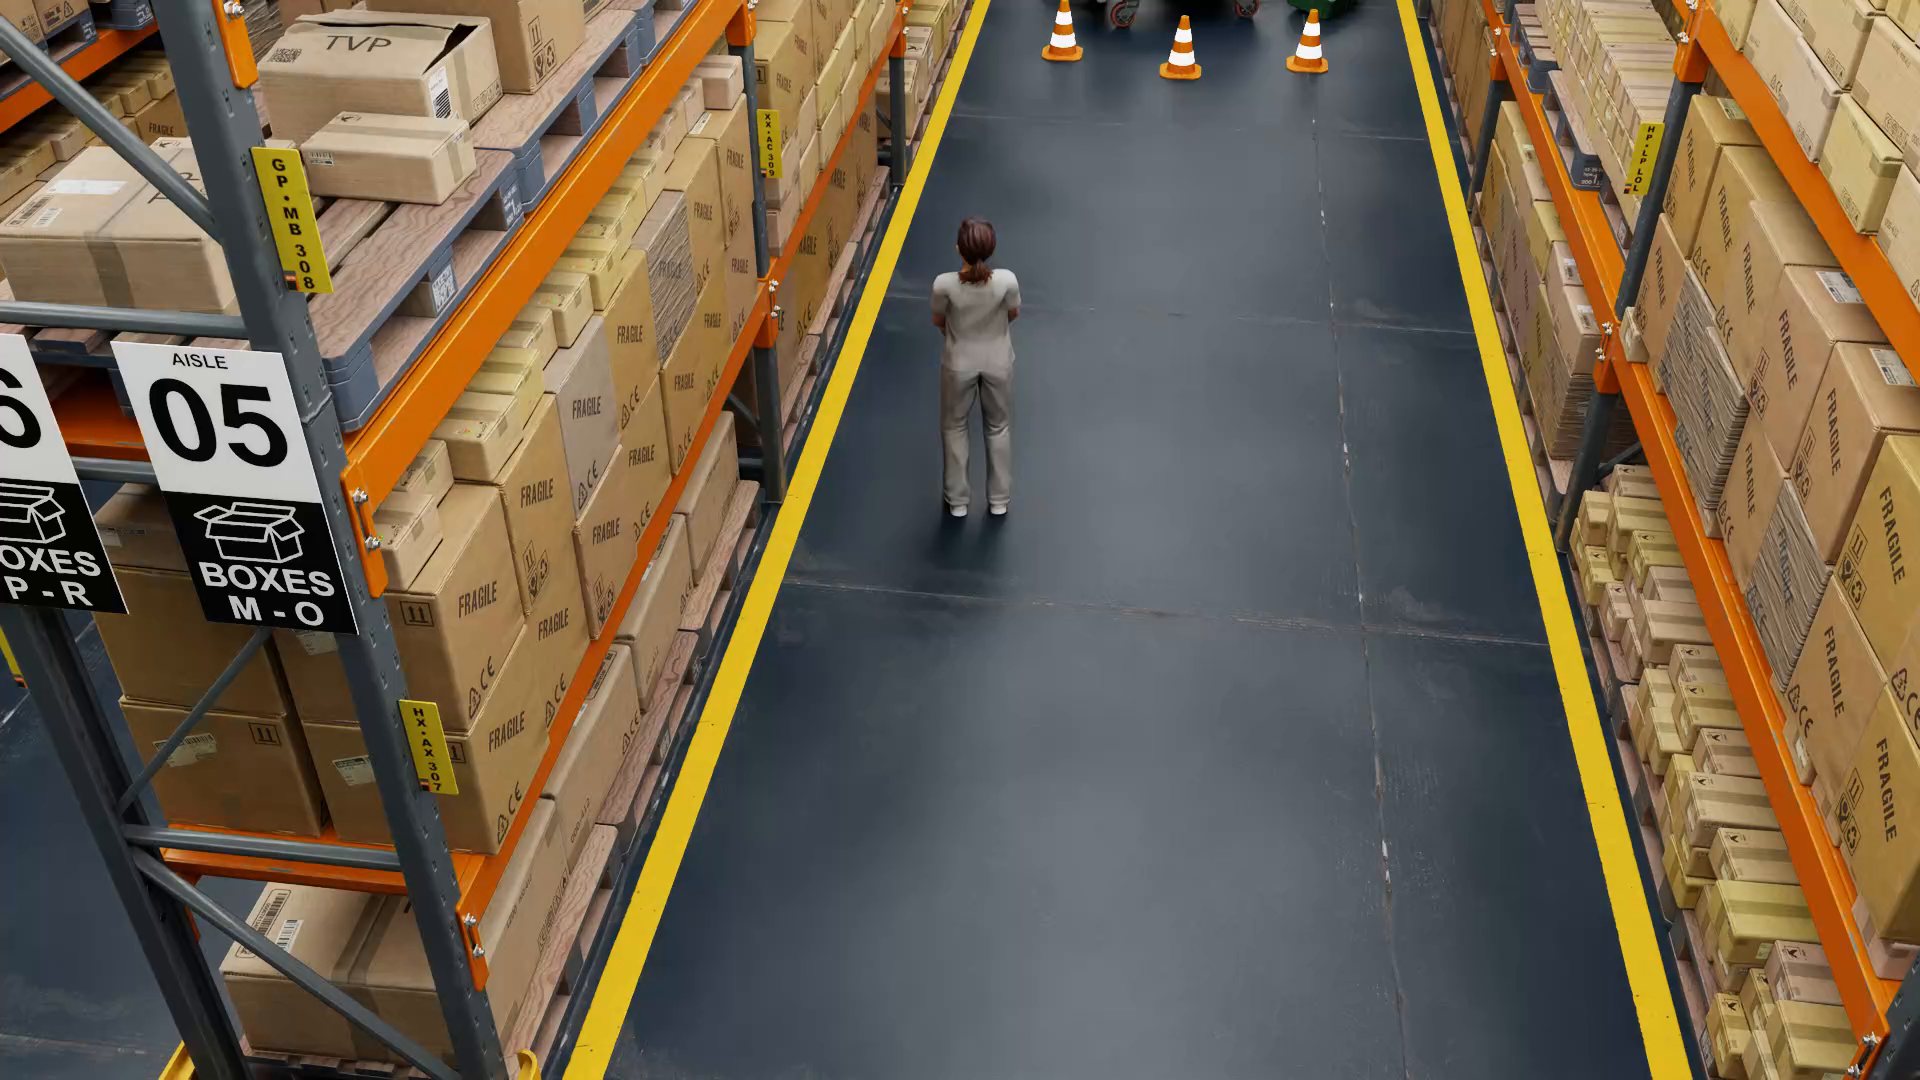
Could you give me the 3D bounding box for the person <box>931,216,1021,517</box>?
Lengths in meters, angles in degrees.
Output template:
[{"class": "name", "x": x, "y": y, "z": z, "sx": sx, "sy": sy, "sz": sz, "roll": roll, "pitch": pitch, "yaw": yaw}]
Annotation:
[{"class": "person", "x": 0.071, "y": -0.892, "z": 8.266, "sx": 0.438, "sy": 1.662, "sz": 0.560, "roll": -3, "pitch": 36, "yaw": -4}]
